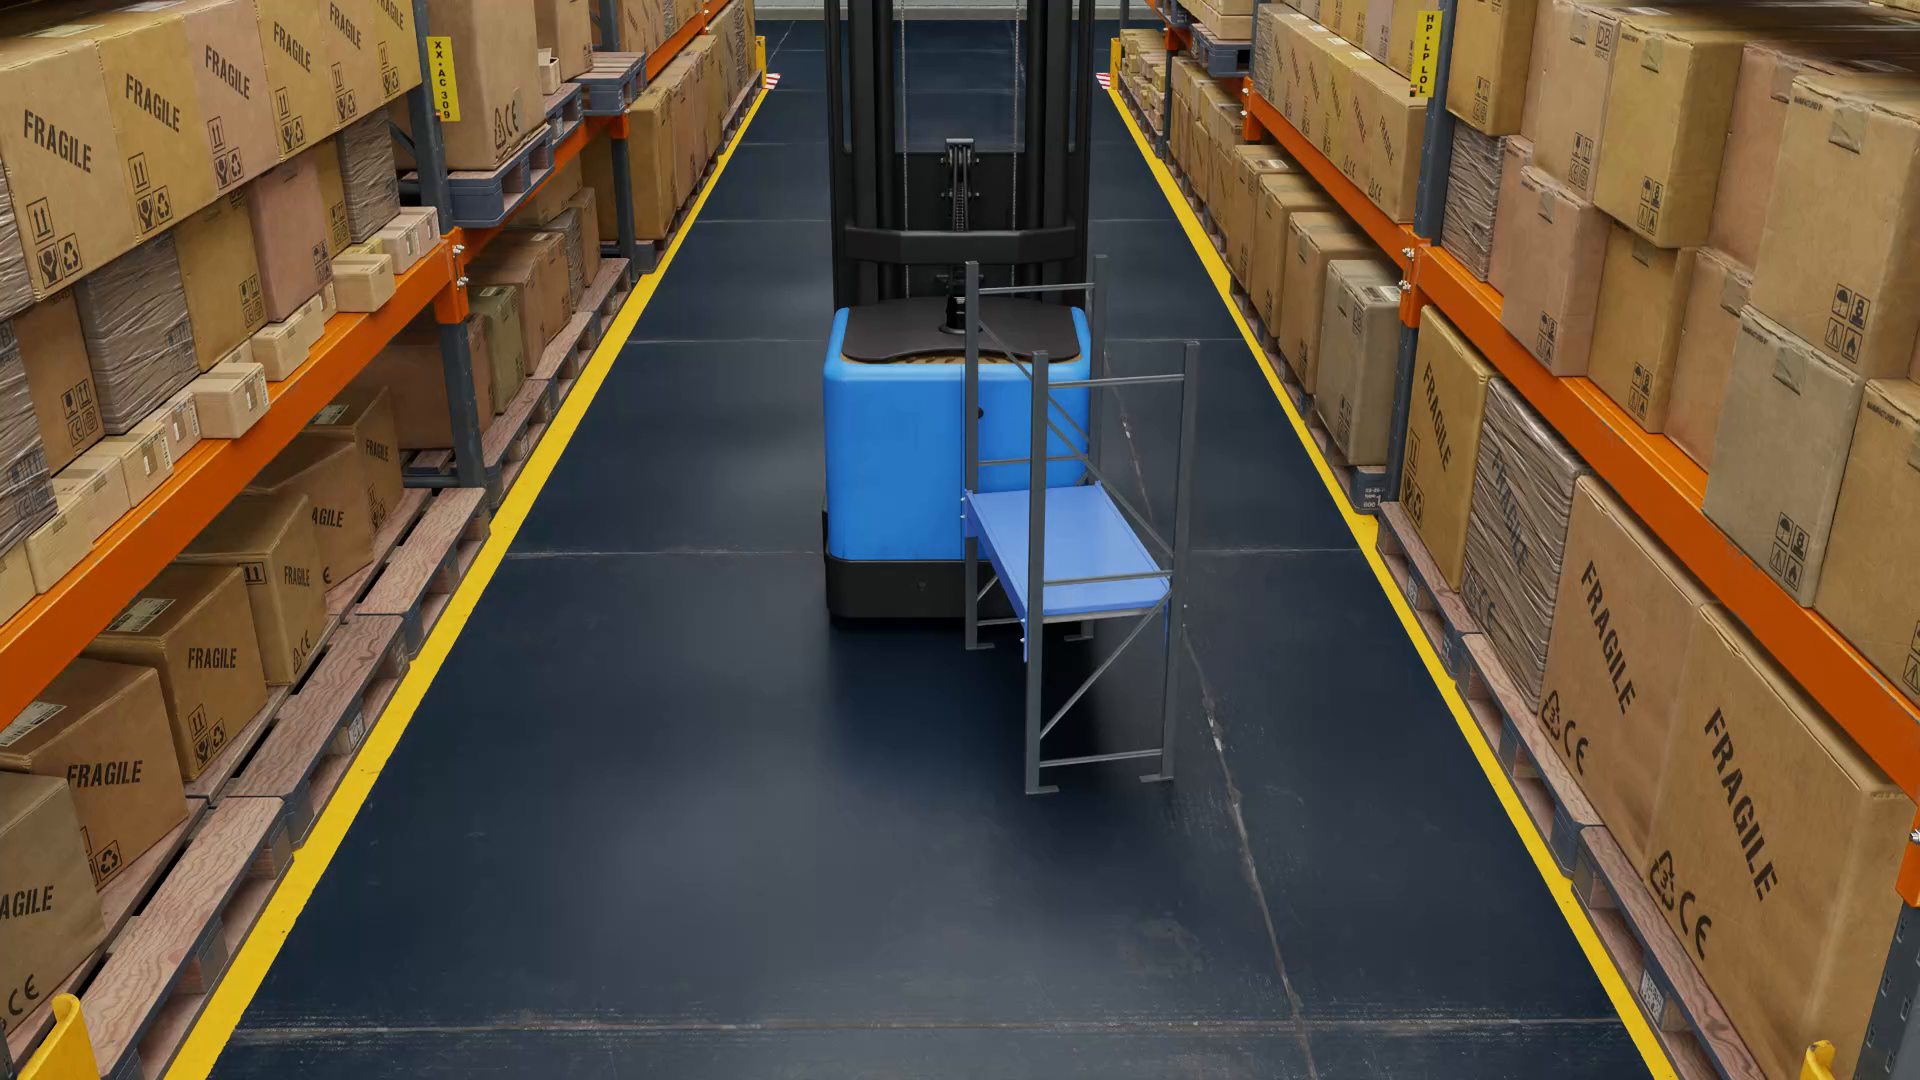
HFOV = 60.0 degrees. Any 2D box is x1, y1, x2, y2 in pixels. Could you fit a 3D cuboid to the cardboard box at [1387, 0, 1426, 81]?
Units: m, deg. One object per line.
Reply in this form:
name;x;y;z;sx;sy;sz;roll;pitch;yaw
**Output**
cardboard box;2.345;-2.327;7.421;0.700;0.500;0.500;-1;24;-1

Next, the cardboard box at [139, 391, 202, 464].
cardboard box;-2.339;-0.300;4.578;0.380;0.149;0.250;0;24;-1

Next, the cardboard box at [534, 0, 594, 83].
cardboard box;-2.489;-2.862;9.308;0.700;0.500;0.500;3;25;7

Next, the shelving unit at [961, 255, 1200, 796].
shelving unit;0.362;-0.083;5.614;0.538;1.500;1.048;-5;25;-10

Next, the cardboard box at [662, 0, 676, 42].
cardboard box;-2.395;-3.954;12.231;0.500;0.500;0.500;0;24;0

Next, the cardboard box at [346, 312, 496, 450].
cardboard box;-2.582;-0.744;7.754;0.700;0.500;0.500;-2;24;-5

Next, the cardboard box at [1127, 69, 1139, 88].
cardboard box;1.906;-4.714;16.983;0.380;0.149;0.250;0;24;0

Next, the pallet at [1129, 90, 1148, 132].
pallet;2.217;-4.216;16.316;1.003;0.211;1.213;0;24;-1

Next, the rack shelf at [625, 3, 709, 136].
rack shelf;-2.663;-3.574;12.385;1.077;0.370;4.000;0;24;-1

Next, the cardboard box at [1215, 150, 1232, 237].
cardboard box;2.051;-2.380;11.397;0.500;0.500;0.500;0;24;-1

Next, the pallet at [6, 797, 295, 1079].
pallet;-2.528;1.123;4.510;1.003;0.211;1.213;0;24;-1

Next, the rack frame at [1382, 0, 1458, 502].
rack frame;2.364;-1.410;6.727;1.000;3.000;0.127;0;24;-1

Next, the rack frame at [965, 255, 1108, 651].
rack frame;0.266;-0.289;6.069;0.500;1.500;0.032;-5;25;-10

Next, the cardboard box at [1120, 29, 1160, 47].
cardboard box;1.899;-5.301;17.558;0.380;0.149;0.250;-1;24;-3

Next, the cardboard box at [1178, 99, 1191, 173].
cardboard box;2.027;-3.235;13.286;0.500;0.500;0.500;1;24;2

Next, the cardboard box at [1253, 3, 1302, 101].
cardboard box;2.055;-2.917;9.939;0.500;0.500;0.500;0;24;0

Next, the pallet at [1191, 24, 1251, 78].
pallet;2.206;-3.264;11.059;1.213;0.211;1.003;0;24;-1

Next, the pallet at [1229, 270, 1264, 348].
pallet;2.253;-1.462;10.227;1.003;0.211;1.213;0;24;-1

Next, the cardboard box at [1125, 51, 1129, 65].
cardboard box;1.928;-5.052;17.370;0.380;0.149;0.250;0;24;-1

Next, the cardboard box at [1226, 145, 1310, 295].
cardboard box;2.237;-1.973;10.193;1.050;0.750;0.750;-1;24;-1

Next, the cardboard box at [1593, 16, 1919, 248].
cardboard box;2.337;-1.150;4.661;0.875;0.550;0.500;0;24;-1

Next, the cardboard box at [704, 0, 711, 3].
cardboard box;-2.355;-4.735;14.383;0.380;0.149;0.250;0;24;0

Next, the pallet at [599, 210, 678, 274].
pallet;-2.574;-2.132;11.708;1.003;0.211;1.213;0;24;-1

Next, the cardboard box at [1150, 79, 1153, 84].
cardboard box;1.992;-4.293;15.691;0.380;0.149;0.250;0;24;1

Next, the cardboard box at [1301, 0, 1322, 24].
cardboard box;2.322;-3.166;9.275;0.700;0.500;0.500;-1;24;-1

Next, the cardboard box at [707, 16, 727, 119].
cardboard box;-2.612;-4.221;15.012;0.875;0.875;0.875;0;24;-1

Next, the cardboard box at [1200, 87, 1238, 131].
cardboard box;2.044;-3.150;12.189;0.500;0.250;0.500;0;24;1

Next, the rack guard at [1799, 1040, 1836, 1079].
rack guard;2.407;1.387;3.576;1.175;0.500;0.348;0;24;-1

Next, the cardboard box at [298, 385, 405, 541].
cardboard box;-2.633;-0.316;6.834;0.500;0.500;0.500;-1;24;-2

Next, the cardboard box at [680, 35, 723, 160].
cardboard box;-2.658;-3.685;13.827;1.225;0.875;0.875;0;24;0

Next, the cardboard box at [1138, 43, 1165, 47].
cardboard box;1.976;-4.867;16.599;0.380;0.149;0.250;1;24;2

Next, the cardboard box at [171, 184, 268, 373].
cardboard box;-2.614;-0.806;4.911;0.875;0.500;0.500;0;24;-1

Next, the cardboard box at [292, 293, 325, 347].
cardboard box;-2.337;-0.712;5.489;0.380;0.149;0.250;0;24;-1

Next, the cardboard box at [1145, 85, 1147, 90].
cardboard box;1.984;-4.293;16.052;0.380;0.149;0.250;0;24;0

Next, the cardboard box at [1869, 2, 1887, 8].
cardboard box;6.959;-3.889;12.390;0.500;0.250;0.500;-1;24;-1

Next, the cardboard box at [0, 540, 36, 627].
cardboard box;-2.302;0.112;3.667;0.380;0.149;0.250;0;24;-1

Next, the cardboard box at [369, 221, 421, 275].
cardboard box;-2.308;-1.124;6.401;0.380;0.149;0.250;0;24;-1

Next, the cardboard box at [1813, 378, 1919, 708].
cardboard box;2.358;0.017;3.389;0.875;0.550;0.550;0;24;-1

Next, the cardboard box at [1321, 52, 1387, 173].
cardboard box;2.079;-2.086;8.100;0.500;0.500;0.500;0;24;0

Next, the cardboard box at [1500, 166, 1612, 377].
cardboard box;2.296;-0.877;5.366;0.875;0.550;0.550;0;24;-1

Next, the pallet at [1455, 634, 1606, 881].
pallet;2.310;0.678;5.494;1.003;0.211;1.213;0;24;-1

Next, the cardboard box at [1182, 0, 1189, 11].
cardboard box;1.840;-3.977;12.198;0.380;0.149;0.250;-1;24;-3

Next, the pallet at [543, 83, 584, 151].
pallet;-2.578;-2.174;8.651;1.003;0.211;1.213;0;24;-1

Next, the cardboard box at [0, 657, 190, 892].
cardboard box;-2.584;0.663;4.667;0.500;0.500;0.500;6;25;13

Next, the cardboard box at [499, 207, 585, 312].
cardboard box;-2.595;-1.634;9.723;0.700;0.500;0.500;-2;24;-5

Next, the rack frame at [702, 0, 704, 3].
rack frame;-2.685;-4.726;14.058;1.000;3.000;0.127;0;24;-1

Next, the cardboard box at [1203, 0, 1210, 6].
cardboard box;1.849;-3.690;11.204;0.380;0.149;0.250;0;24;1

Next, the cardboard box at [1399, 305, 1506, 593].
cardboard box;2.300;-0.374;6.505;0.875;0.875;0.875;0;24;0

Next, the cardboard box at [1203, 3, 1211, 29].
cardboard box;1.851;-3.544;11.242;0.380;0.149;0.250;0;24;0

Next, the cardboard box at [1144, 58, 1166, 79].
cardboard box;1.940;-4.441;15.658;0.380;0.149;0.250;-1;24;-3

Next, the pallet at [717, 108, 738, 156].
pallet;-2.615;-3.769;15.327;1.003;0.211;1.213;0;24;-1

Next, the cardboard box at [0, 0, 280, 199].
cardboard box;-2.304;-1.263;4.708;0.500;0.500;0.500;0;24;-1

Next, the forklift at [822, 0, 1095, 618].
forklift;-0.004;-1.595;7.220;1.130;2.935;3.031;0;24;0

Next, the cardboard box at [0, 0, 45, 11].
cardboard box;-2.818;-1.261;4.703;0.500;0.500;0.500;0;24;-1

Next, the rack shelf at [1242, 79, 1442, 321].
rack shelf;2.342;-1.906;8.697;1.077;0.370;4.000;0;24;-1
